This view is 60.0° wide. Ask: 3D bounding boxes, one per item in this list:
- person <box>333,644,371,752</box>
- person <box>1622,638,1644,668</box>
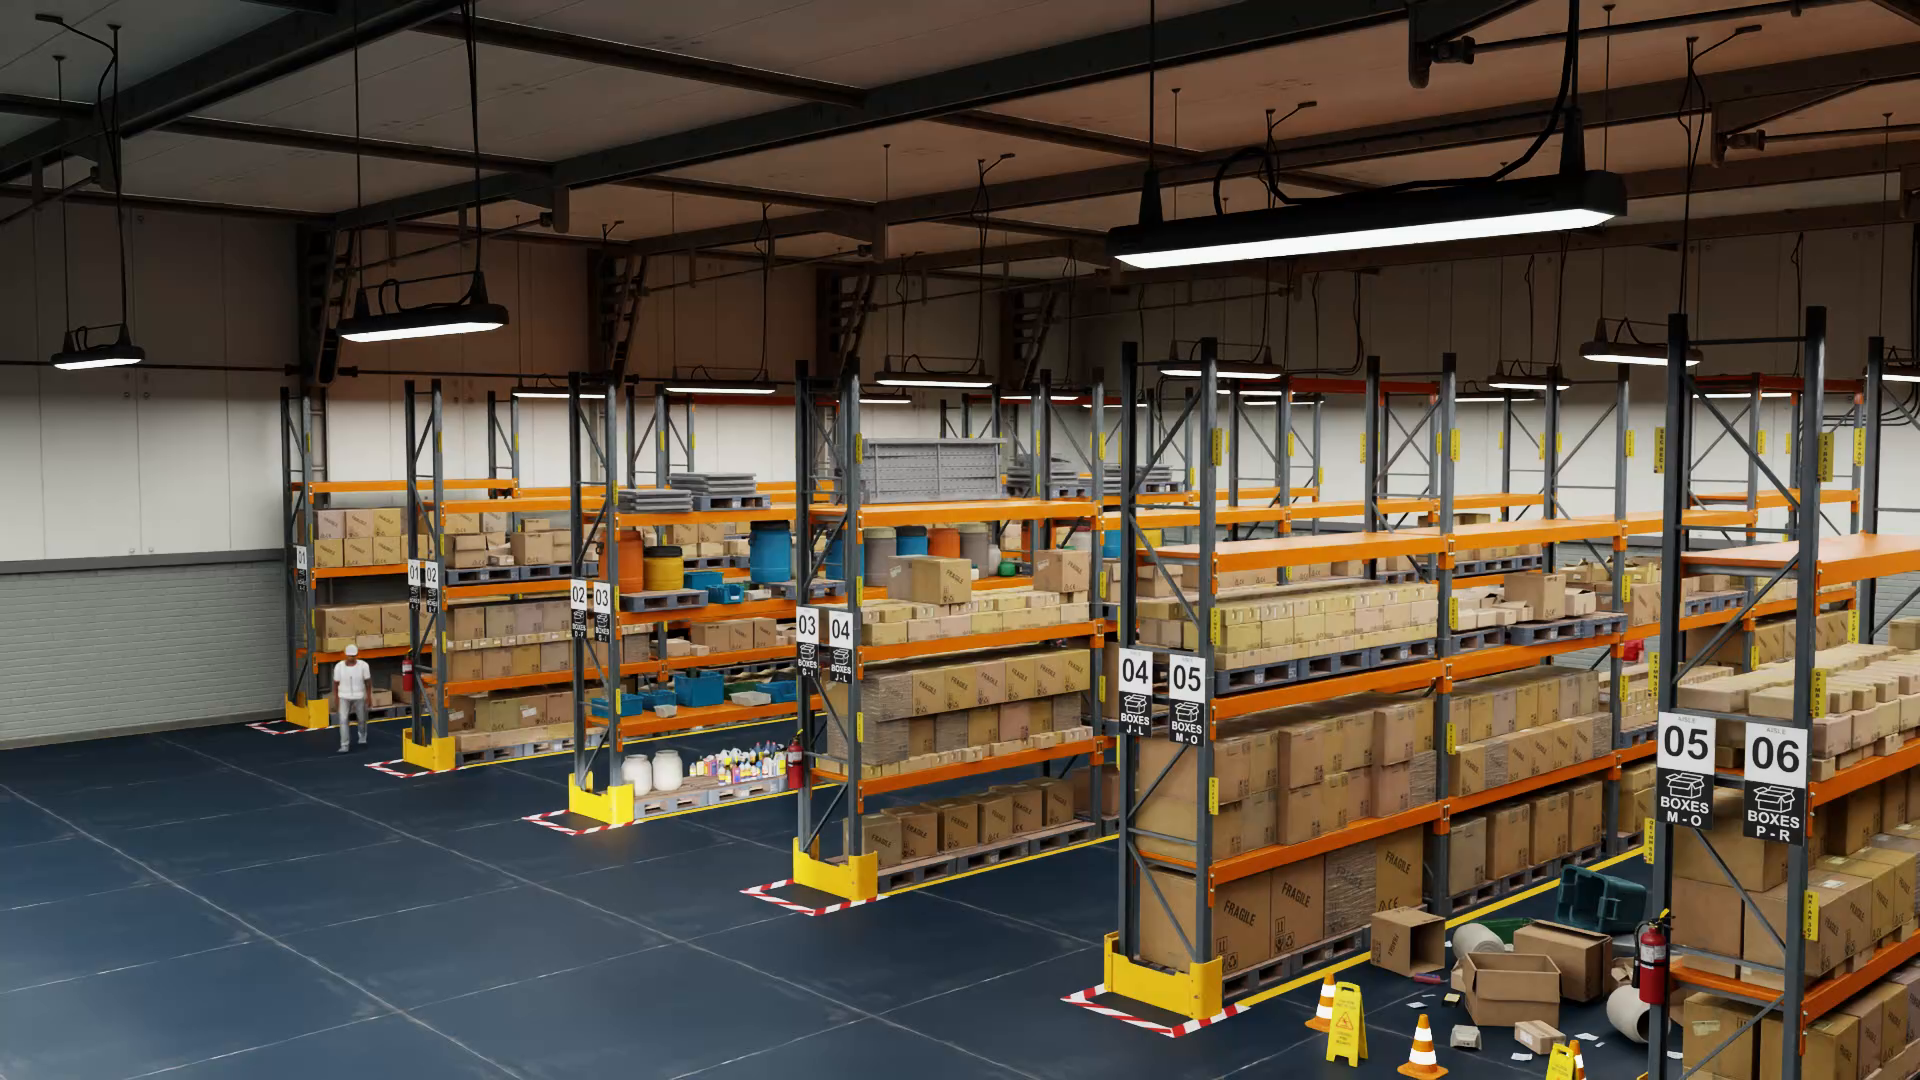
[{"bbox_3d":[-9.946,2.563,27.222,0.574,1.740,0.892,-2,4,-23],"label":"person"},{"bbox_3d":[12.403,2.339,30.778,0.512,1.674,1.054,2,4,31],"label":"person"}]
